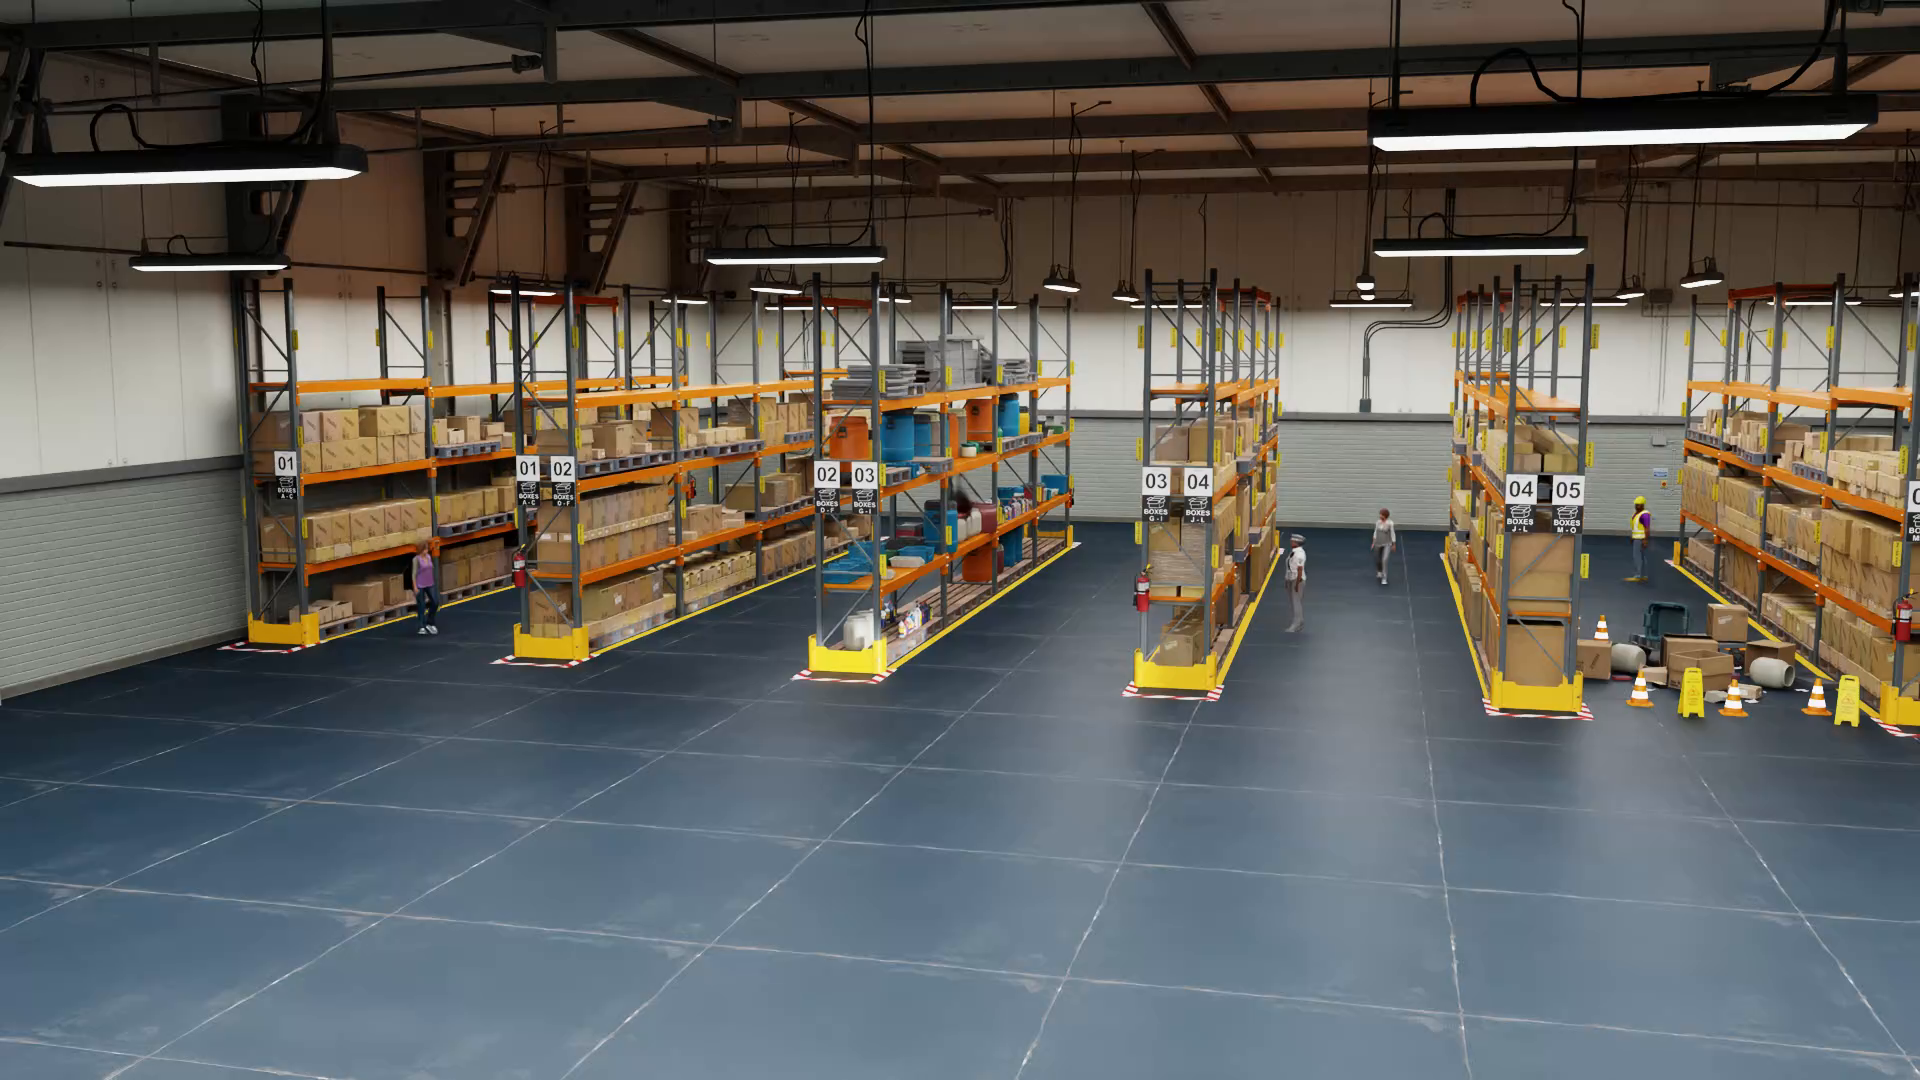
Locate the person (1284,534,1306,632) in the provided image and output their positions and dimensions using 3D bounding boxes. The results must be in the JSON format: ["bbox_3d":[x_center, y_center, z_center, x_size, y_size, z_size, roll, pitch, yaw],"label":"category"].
[{"bbox_3d":[5.791,0.736,28.782,0.499,1.693,0.449,-3,7,-21],"label":"person"}]

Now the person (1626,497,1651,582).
[{"bbox_3d":[14.160,-0.020,34.666,0.442,1.772,0.597,3,7,23],"label":"person"}]

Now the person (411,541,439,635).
[{"bbox_3d":[-9.181,0.822,28.449,0.386,1.615,0.486,7,10,44],"label":"person"}]

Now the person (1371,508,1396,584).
[{"bbox_3d":[8.760,0.109,34.375,0.490,1.552,0.847,2,7,18],"label":"person"}]
